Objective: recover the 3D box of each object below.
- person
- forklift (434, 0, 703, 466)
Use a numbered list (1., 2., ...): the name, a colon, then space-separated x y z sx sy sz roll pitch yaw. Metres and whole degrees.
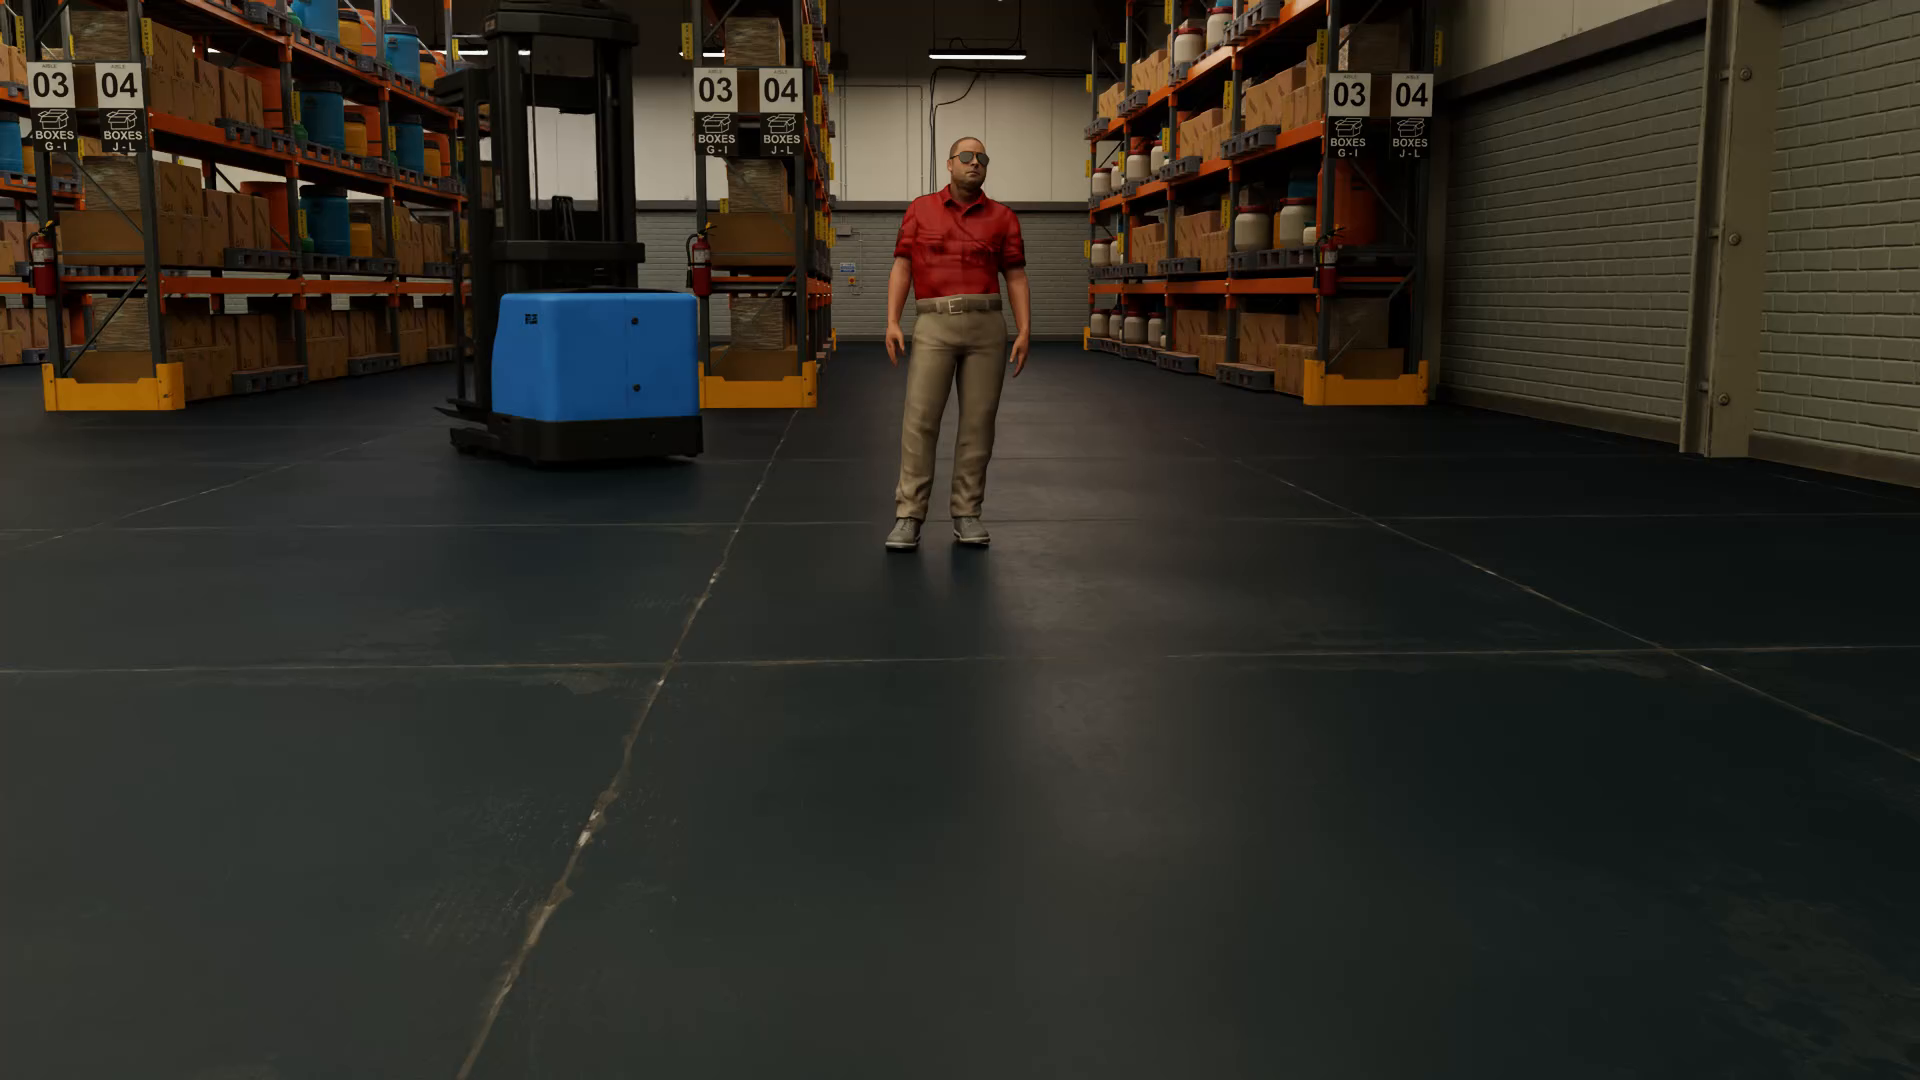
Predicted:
1. person: -0.007 -0.849 7.093 0.640 1.727 0.551 -1 8 -4
2. forklift: -2.856 -2.072 11.284 1.130 2.935 3.031 -5 10 -33
